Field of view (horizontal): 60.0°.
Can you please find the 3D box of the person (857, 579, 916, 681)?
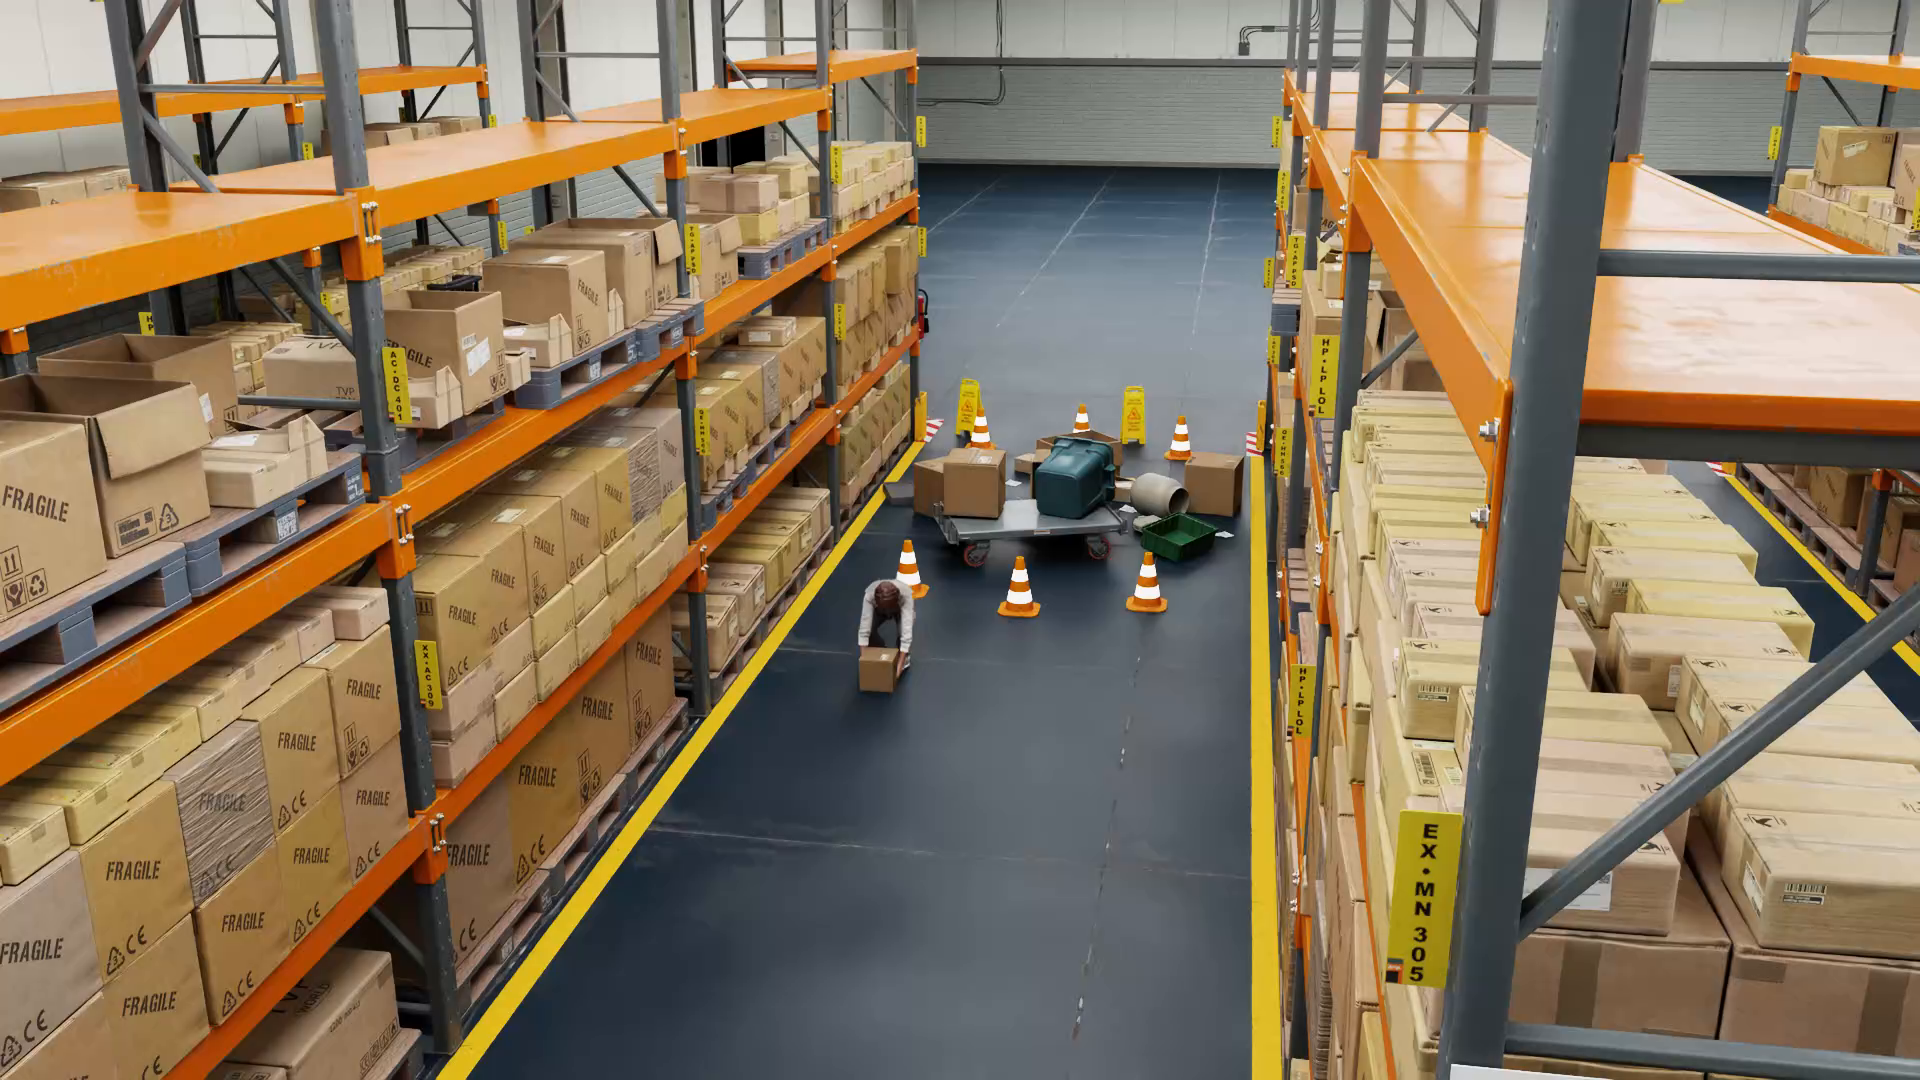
[{"bbox_3d":[-0.538,0.597,12.546,0.439,0.795,0.803,3,18,9],"label":"person"}]
